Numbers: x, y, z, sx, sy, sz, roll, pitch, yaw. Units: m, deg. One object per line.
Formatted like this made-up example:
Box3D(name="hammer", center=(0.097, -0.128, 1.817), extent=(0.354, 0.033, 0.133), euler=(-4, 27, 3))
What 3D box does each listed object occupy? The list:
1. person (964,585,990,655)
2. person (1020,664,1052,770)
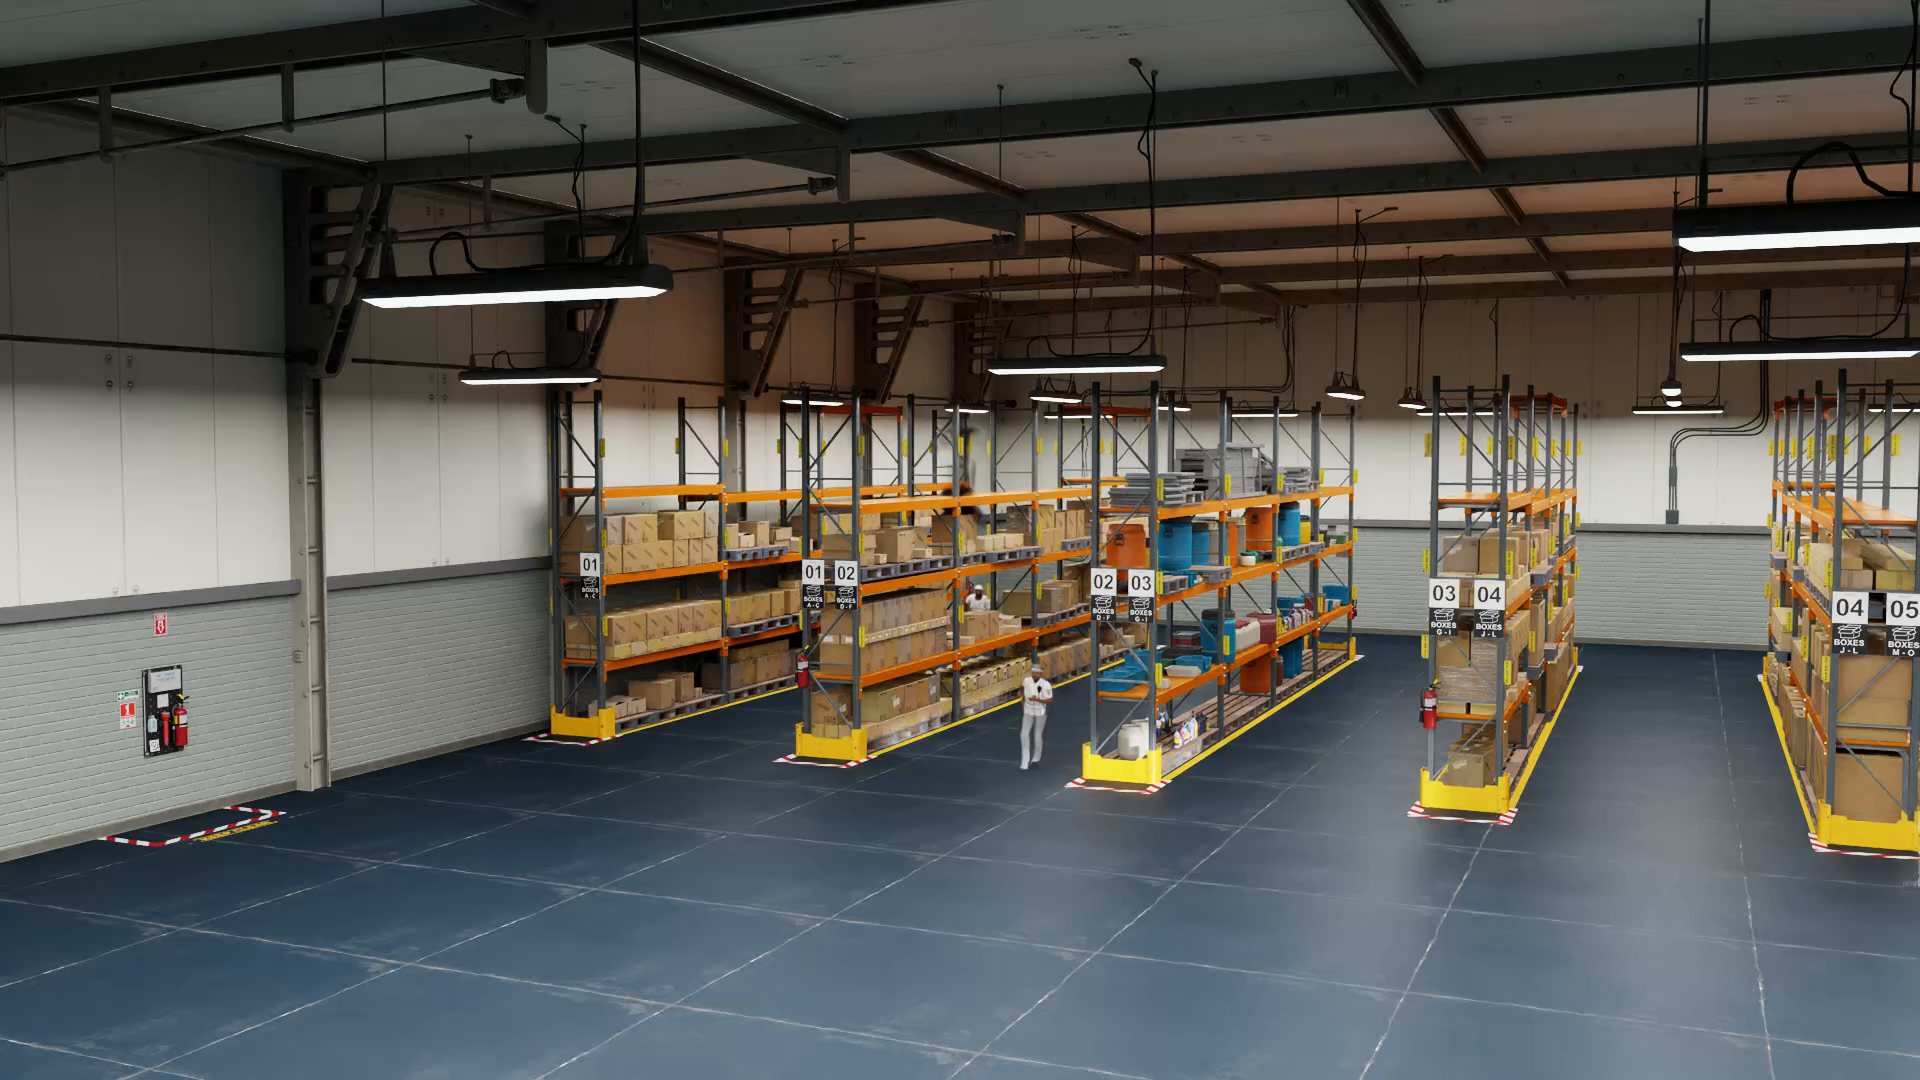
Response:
Box3D(name="person", center=(0.404, 1.933, 40.185), extent=(0.748, 1.708, 0.647), euler=(1, 3, 16))
Box3D(name="person", center=(1.201, 2.768, 26.028), extent=(0.568, 1.740, 0.804), euler=(1, 3, 16))
